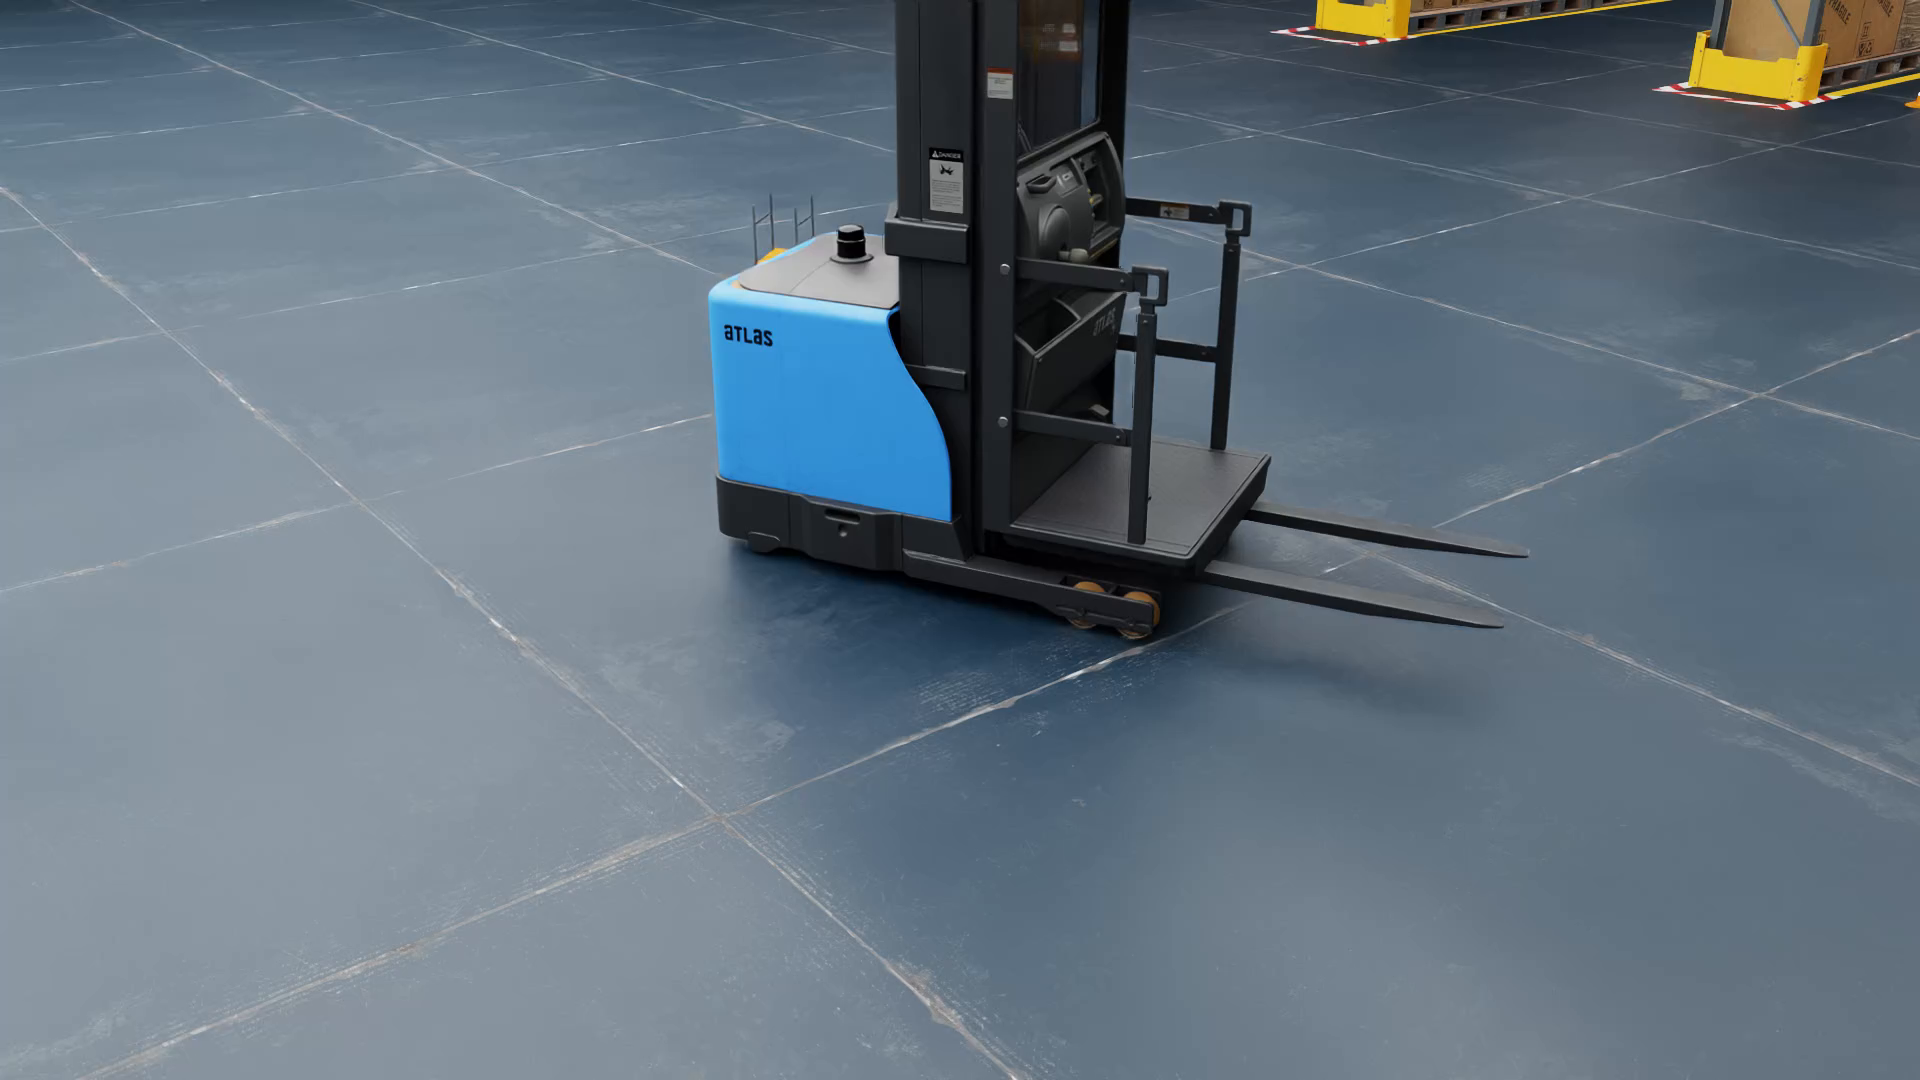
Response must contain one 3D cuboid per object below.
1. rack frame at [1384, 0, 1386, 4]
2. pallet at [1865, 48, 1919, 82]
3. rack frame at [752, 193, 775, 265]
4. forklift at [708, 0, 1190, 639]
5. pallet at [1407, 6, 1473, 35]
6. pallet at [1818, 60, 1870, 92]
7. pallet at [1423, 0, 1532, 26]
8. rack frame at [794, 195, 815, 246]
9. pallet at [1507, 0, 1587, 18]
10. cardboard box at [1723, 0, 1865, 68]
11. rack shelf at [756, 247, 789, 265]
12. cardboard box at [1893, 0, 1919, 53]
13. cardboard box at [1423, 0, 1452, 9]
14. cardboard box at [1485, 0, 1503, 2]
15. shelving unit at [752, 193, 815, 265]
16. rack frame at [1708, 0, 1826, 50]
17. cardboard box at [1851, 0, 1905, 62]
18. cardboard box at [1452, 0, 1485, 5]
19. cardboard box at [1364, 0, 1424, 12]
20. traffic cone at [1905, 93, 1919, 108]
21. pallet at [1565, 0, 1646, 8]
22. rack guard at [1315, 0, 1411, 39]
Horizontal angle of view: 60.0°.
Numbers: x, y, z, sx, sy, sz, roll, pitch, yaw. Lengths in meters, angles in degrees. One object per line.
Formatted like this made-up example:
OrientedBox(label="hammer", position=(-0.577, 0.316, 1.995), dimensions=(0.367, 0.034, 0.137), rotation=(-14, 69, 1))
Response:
OrientedBox(label="rack frame", position=(4.700, -7.378, 19.085), dimensions=(0.127, 3.000, 1.000), rotation=(-18, 31, -34))
OrientedBox(label="pallet", position=(9.221, -4.993, 17.258), dimensions=(1.213, 0.211, 1.003), rotation=(-18, 31, -34))
OrientedBox(label="rack frame", position=(-0.831, -0.886, 7.233), dimensions=(0.006, 1.200, 0.240), rotation=(6, 25, 12))
OrientedBox(label="forklift", position=(0.590, -1.229, 5.916), dimensions=(3.031, 2.935, 1.130), rotation=(11, 27, 22))
OrientedBox(label="pallet", position=(5.421, -6.333, 20.144), dimensions=(1.213, 0.211, 1.003), rotation=(-18, 31, -34))
OrientedBox(label="pallet", position=(8.262, -4.678, 16.579), dimensions=(1.213, 0.211, 1.003), rotation=(-18, 31, -34))
OrientedBox(label="pallet", position=(6.380, -6.648, 20.823), dimensions=(1.213, 0.211, 1.003), rotation=(-18, 31, -34))
OrientedBox(label="rack frame", position=(-0.652, -0.868, 7.195), dimensions=(0.006, 1.200, 0.240), rotation=(6, 25, 12))
OrientedBox(label="pallet", position=(7.341, -6.966, 21.510), dimensions=(1.213, 0.211, 1.003), rotation=(-18, 31, -34))
OrientedBox(label="cardboard box", position=(8.174, -5.134, 16.274), dimensions=(0.875, 0.875, 0.875), rotation=(-18, 30, -34))
OrientedBox(label="rack shelf", position=(-0.741, -1.163, 7.081), dimensions=(0.180, 0.103, 0.258), rotation=(6, 25, 12))
OrientedBox(label="cardboard box", position=(9.583, -5.599, 17.277), dimensions=(0.875, 0.875, 0.875), rotation=(-18, 30, -34))
OrientedBox(label="cardboard box", position=(5.651, -6.758, 20.220), dimensions=(0.500, 0.500, 0.500), rotation=(-10, 27, -21))
OrientedBox(label="cardboard box", position=(6.622, -7.045, 20.837), dimensions=(0.500, 0.500, 0.500), rotation=(-22, 33, -38))
OrientedBox(label="shelving unit", position=(-0.741, -0.877, 7.214), dimensions=(0.189, 1.200, 0.258), rotation=(6, 25, 12))
OrientedBox(label="rack frame", position=(7.681, -5.709, 15.488), dimensions=(0.127, 3.000, 1.000), rotation=(-18, 31, -34))
OrientedBox(label="cardboard box", position=(8.865, -5.363, 16.768), dimensions=(0.875, 0.875, 0.875), rotation=(-19, 31, -35))
OrientedBox(label="cardboard box", position=(6.155, -6.915, 20.556), dimensions=(0.500, 0.500, 0.500), rotation=(-15, 29, -29))
OrientedBox(label="cardboard box", position=(5.201, -6.592, 19.861), dimensions=(0.500, 0.500, 0.500), rotation=(-12, 28, -25))
OrientedBox(label="traffic cone", position=(8.975, -4.226, 15.306), dimensions=(0.334, 0.463, 0.336), rotation=(-18, 31, -34))
OrientedBox(label="pallet", position=(8.459, -7.355, 22.348), dimensions=(1.213, 0.211, 1.003), rotation=(-18, 31, -34))
OrientedBox(label="rack guard", position=(4.759, -6.264, 19.654), dimensions=(0.348, 0.500, 1.175), rotation=(-18, 31, -34))
